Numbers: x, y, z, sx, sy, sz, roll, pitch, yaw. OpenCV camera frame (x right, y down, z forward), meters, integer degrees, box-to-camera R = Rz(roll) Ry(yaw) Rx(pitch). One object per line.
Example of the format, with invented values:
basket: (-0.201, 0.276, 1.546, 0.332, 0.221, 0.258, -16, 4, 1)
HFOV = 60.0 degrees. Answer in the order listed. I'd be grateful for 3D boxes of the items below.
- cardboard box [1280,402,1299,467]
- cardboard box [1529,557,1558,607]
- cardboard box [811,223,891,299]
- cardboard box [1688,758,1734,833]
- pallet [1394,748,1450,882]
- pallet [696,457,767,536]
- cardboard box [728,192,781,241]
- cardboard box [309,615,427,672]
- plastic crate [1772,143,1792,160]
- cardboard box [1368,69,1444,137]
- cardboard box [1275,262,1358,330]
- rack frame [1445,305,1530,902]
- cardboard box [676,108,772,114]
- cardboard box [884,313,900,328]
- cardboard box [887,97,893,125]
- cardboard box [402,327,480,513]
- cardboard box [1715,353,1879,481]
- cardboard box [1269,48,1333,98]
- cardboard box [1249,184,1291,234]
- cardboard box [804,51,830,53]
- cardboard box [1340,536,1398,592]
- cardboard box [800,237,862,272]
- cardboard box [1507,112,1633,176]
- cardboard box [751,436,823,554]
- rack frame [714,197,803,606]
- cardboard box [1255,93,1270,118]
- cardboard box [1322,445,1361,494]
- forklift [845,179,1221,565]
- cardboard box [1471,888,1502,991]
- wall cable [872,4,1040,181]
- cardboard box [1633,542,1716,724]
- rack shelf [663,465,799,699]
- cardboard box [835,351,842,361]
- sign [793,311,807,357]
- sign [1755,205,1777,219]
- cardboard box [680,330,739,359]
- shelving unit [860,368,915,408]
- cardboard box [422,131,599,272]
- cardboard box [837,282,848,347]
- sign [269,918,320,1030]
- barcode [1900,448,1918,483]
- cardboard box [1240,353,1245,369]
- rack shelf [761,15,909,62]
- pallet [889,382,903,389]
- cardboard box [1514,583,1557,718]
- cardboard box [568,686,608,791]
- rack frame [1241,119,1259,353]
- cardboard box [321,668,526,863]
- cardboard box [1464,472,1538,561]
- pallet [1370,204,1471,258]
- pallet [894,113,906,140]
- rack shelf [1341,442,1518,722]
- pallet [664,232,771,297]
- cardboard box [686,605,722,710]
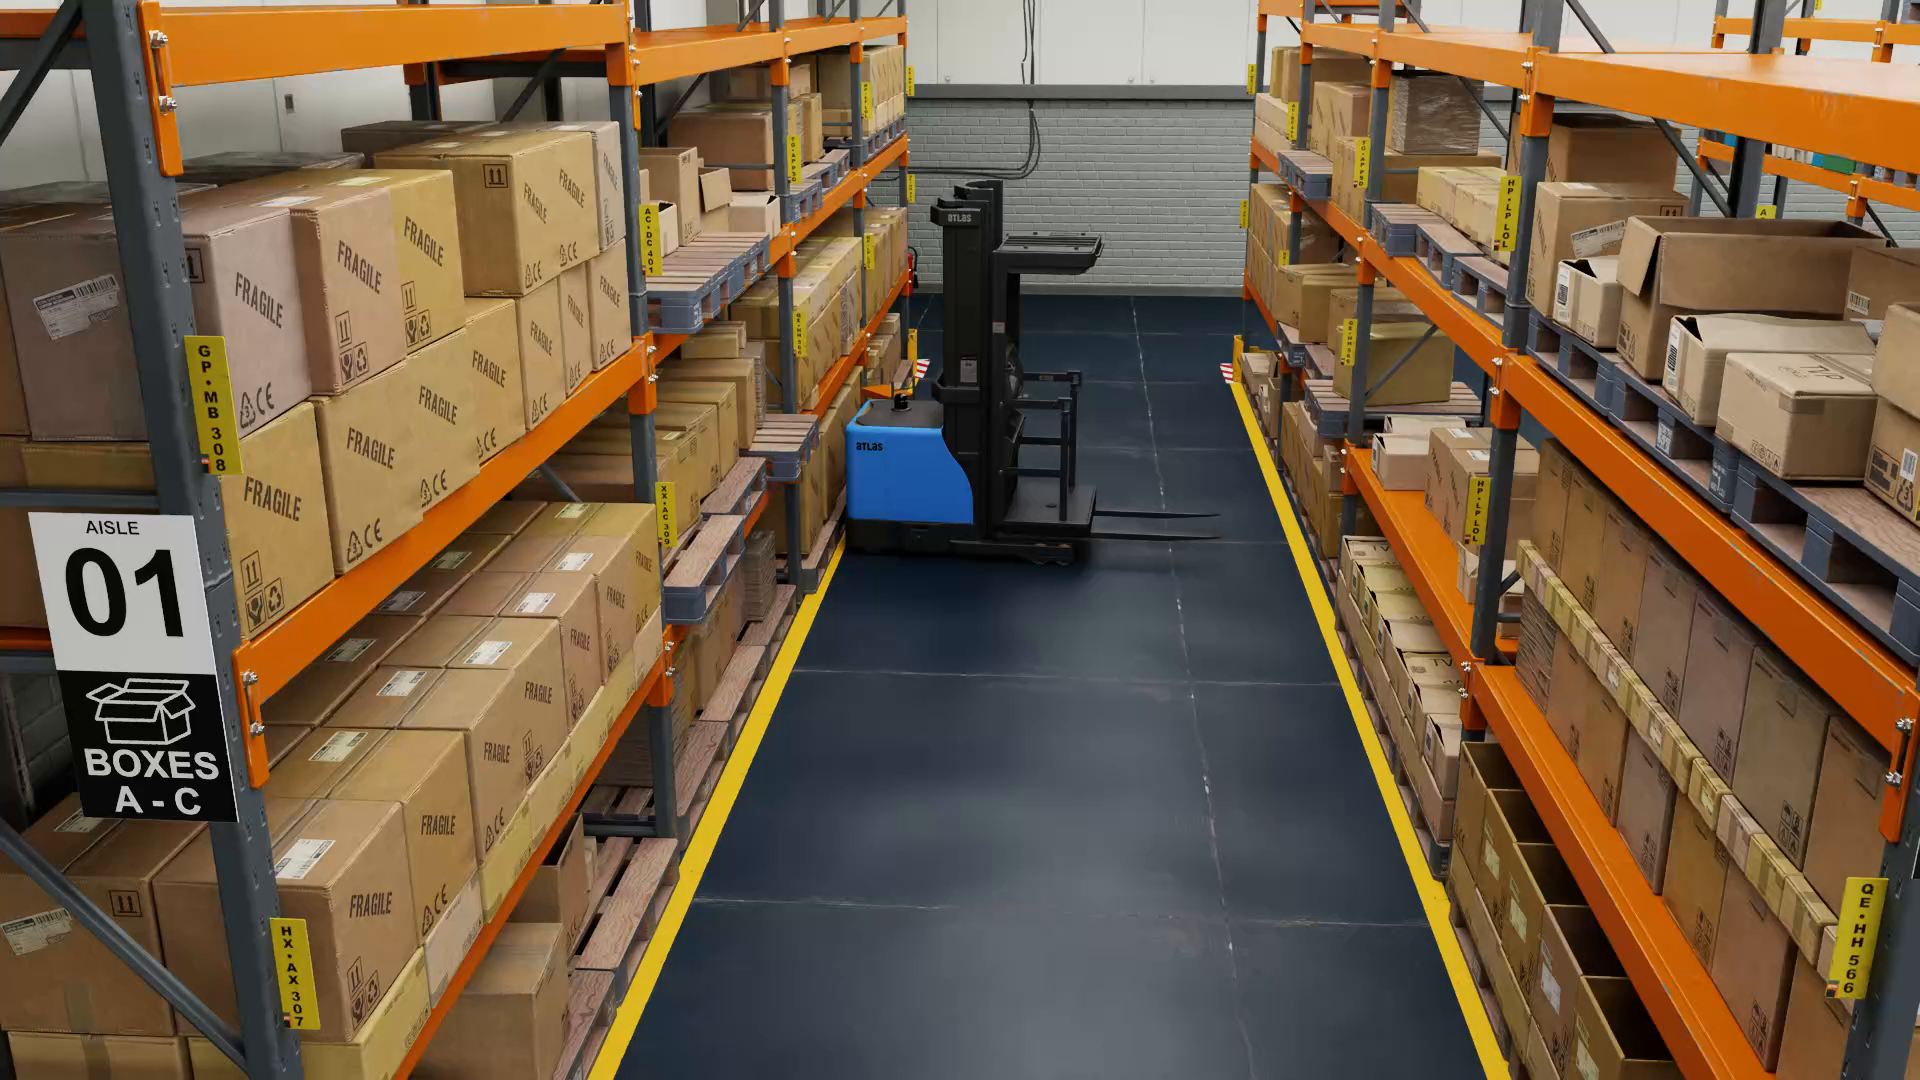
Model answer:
cardboard box: (3.263, -0.973, 15.384, 0.500, 0.500, 0.500, 0, 18, 1)
cardboard box: (2.737, 0.189, 7.326, 0.380, 0.149, 0.250, 2, 18, 5)
cardboard box: (-1.245, -2.970, 17.687, 0.980, 0.700, 0.700, 0, 18, 1)
cardboard box: (2.592, 0.831, 5.367, 0.380, 0.149, 0.250, 2, 18, 6)
pallet: (2.981, 1.483, 9.057, 1.003, 0.211, 1.213, 1, 18, 4)
pallet: (-1.788, -0.257, 10.198, 1.003, 0.211, 1.213, 1, 18, 4)
cardboard box: (-1.470, -2.127, 10.890, 0.500, 0.311, 0.500, 1, 18, 4)
cardboard box: (-2.324, 0.602, 6.273, 0.500, 0.500, 0.500, 2, 18, 5)
plastic crate: (8.301, -3.915, 16.427, 0.437, 0.282, 0.530, 1, 18, 4)
cardboard box: (3.364, -3.255, 12.455, 0.500, 0.500, 0.500, 1, 18, 4)
cardboard box: (3.283, -2.202, 14.990, 0.700, 0.500, 0.500, -5, 19, -15)
rack frame: (2.967, 0.388, 7.922, 1.000, 3.000, 0.127, 1, 18, 4)
cardboard box: (-1.724, -2.963, 12.465, 0.700, 0.500, 0.500, 0, 18, 1)
cardboard box: (-0.892, -2.505, 19.048, 0.380, 0.149, 0.250, 1, 18, 3)
cardboard box: (-0.970, -4.493, 17.406, 0.500, 0.250, 0.500, 1, 18, 2)
cardboard box: (-1.880, -0.387, 5.278, 0.500, 0.500, 0.500, 2, 18, 6)
cardboard box: (2.500, -0.354, 4.709, 0.500, 0.250, 0.500, 1, 18, 4)
cardboard box: (3.687, -4.974, 17.702, 0.700, 0.500, 0.500, 1, 18, 4)
cardboard box: (3.532, -3.730, 18.722, 0.500, 0.500, 0.500, 2, 18, 6)
cardboard box: (-1.547, -4.546, 16.365, 0.500, 0.500, 0.500, 1, 18, 2)
cardboard box: (2.923, 0.142, 11.512, 0.500, 0.311, 0.500, 2, 18, 6)
cardboard box: (-1.179, -2.610, 15.197, 0.500, 0.250, 0.500, 2, 18, 5)
cardboard box: (3.068, -1.890, 8.419, 0.500, 0.500, 0.500, 3, 18, 9)
cardboard box: (-1.504, -0.367, 13.005, 0.750, 0.750, 0.750, 1, 18, 3)
rack frame: (-1.687, -0.964, 12.047, 1.000, 3.000, 0.127, 1, 18, 4)
cardboard box: (3.531, -4.777, 18.305, 0.500, 0.250, 0.500, 1, 18, 4)
cardboard box: (3.087, -0.545, 12.873, 0.500, 0.250, 0.500, 2, 18, 6)
forklift: (0.622, -1.367, 13.387, 3.031, 2.935, 1.130, 2, 18, 7)
cardboard box: (2.590, 1.787, 7.392, 0.500, 0.250, 0.500, 1, 18, 4)
wall cable: (-0.352, -6.572, 24.516, 3.097, 2.526, 0.112, 1, 18, 4)
cardboard box: (2.834, 0.329, 5.856, 0.700, 0.500, 0.500, 1, 18, 4)
rack shelf: (-1.831, -0.001, 10.264, 1.077, 0.370, 4.000, 1, 18, 4)
cardboard box: (-1.245, -1.669, 14.570, 0.380, 0.149, 0.250, 1, 18, 4)
sign: (-1.145, -1.467, 11.851, 0.100, 0.325, 0.005, 1, 18, 4)
sign: (3.521, -1.309, 7.326, 0.100, 0.325, 0.005, 1, 18, 4)
cardboard box: (-1.691, -1.321, 11.227, 0.380, 0.149, 0.250, -2, 18, -5)
shelving unit: (-0.633, -0.867, 14.642, 0.258, 1.200, 0.503, -13, 22, -34)
cardboard box: (-1.769, -1.346, 6.598, 0.500, 0.500, 0.500, 2, 18, 7)
cardboard box: (-1.254, -1.941, 14.359, 0.500, 0.500, 0.500, 1, 18, 4)
sign: (-1.720, 1.121, 4.293, 0.100, 0.325, 0.005, 1, 18, 4)
barcode: (2.221, -0.176, 3.892, 0.001, 0.075, 0.075, 1, 18, 4)
cardboard box: (3.454, -2.071, 19.298, 0.380, 0.149, 0.250, 1, 18, 4)
rack shelf: (-1.257, -5.146, 16.974, 1.077, 0.370, 4.000, 1, 18, 4)
pallet: (-1.183, -1.495, 18.148, 1.003, 0.211, 1.213, 1, 18, 4)
cardboard box: (2.942, 0.478, 7.485, 0.700, 0.500, 0.500, 1, 18, 2)
cardboard box: (-1.770, 0.805, 6.857, 0.500, 0.250, 0.500, 1, 18, 4)
rack frame: (3.827, -3.339, 19.296, 1.000, 3.000, 0.127, 1, 18, 4)
cardboard box: (-1.838, 0.771, 5.757, 0.500, 0.500, 0.500, 1, 18, 2)
cardboard box: (3.076, -0.061, 9.133, 0.500, 0.500, 0.500, 3, 18, 8)
pallet: (3.294, -1.977, 10.626, 1.213, 0.211, 1.003, 2, 18, 6)
pallet: (-1.157, -4.601, 18.473, 1.003, 0.211, 1.213, 1, 18, 4)
rack shelf: (3.110, 0.109, 9.930, 1.077, 0.370, 4.000, 1, 18, 4)
pallet: (-1.752, -1.569, 9.379, 1.213, 0.211, 1.003, 1, 18, 4)
cardboard box: (-1.874, 0.709, 10.249, 0.700, 0.500, 0.500, 1, 18, 5)
